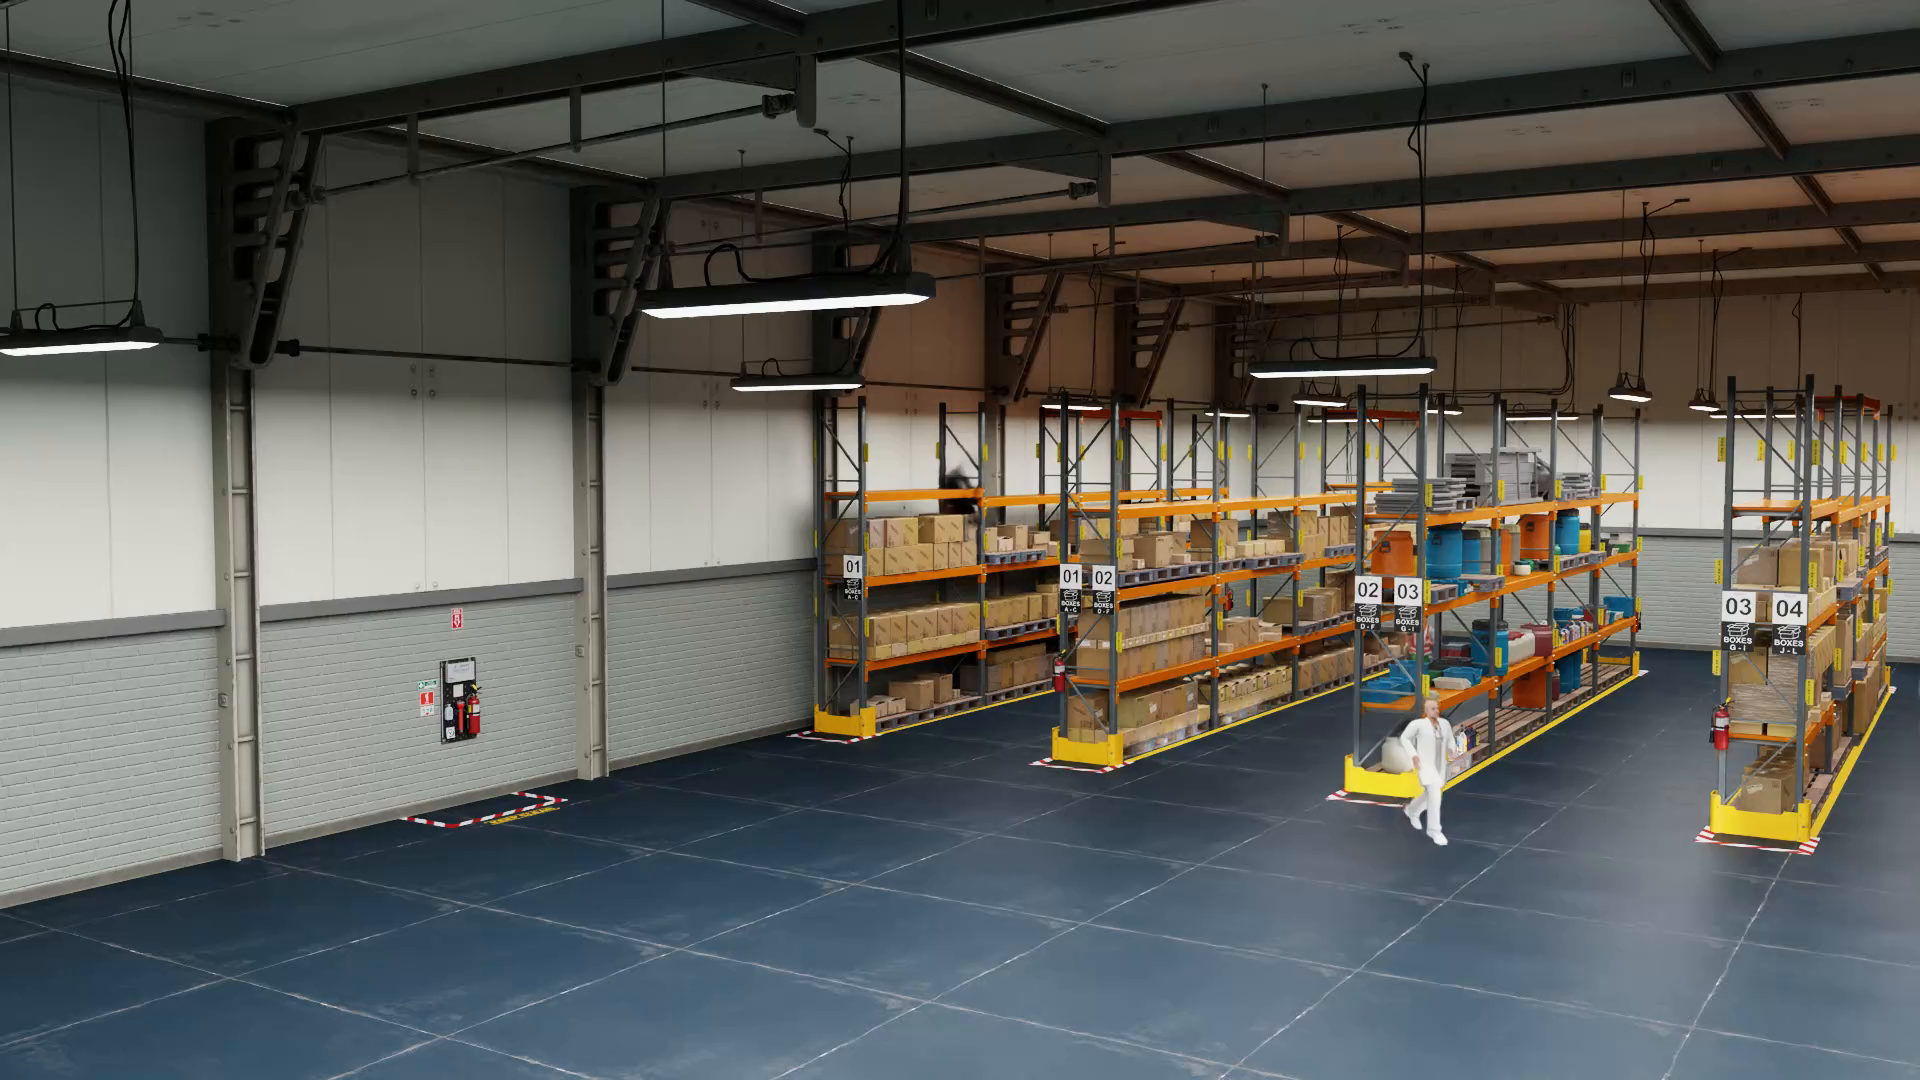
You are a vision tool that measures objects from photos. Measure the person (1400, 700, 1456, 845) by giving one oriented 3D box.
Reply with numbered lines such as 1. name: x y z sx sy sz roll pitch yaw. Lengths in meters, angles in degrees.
1. person: 6.093 2.973 21.627 0.701 1.823 0.922 -1 3 -23

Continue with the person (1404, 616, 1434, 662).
1. person: 9.320 2.341 33.672 0.650 1.809 0.688 1 3 16
